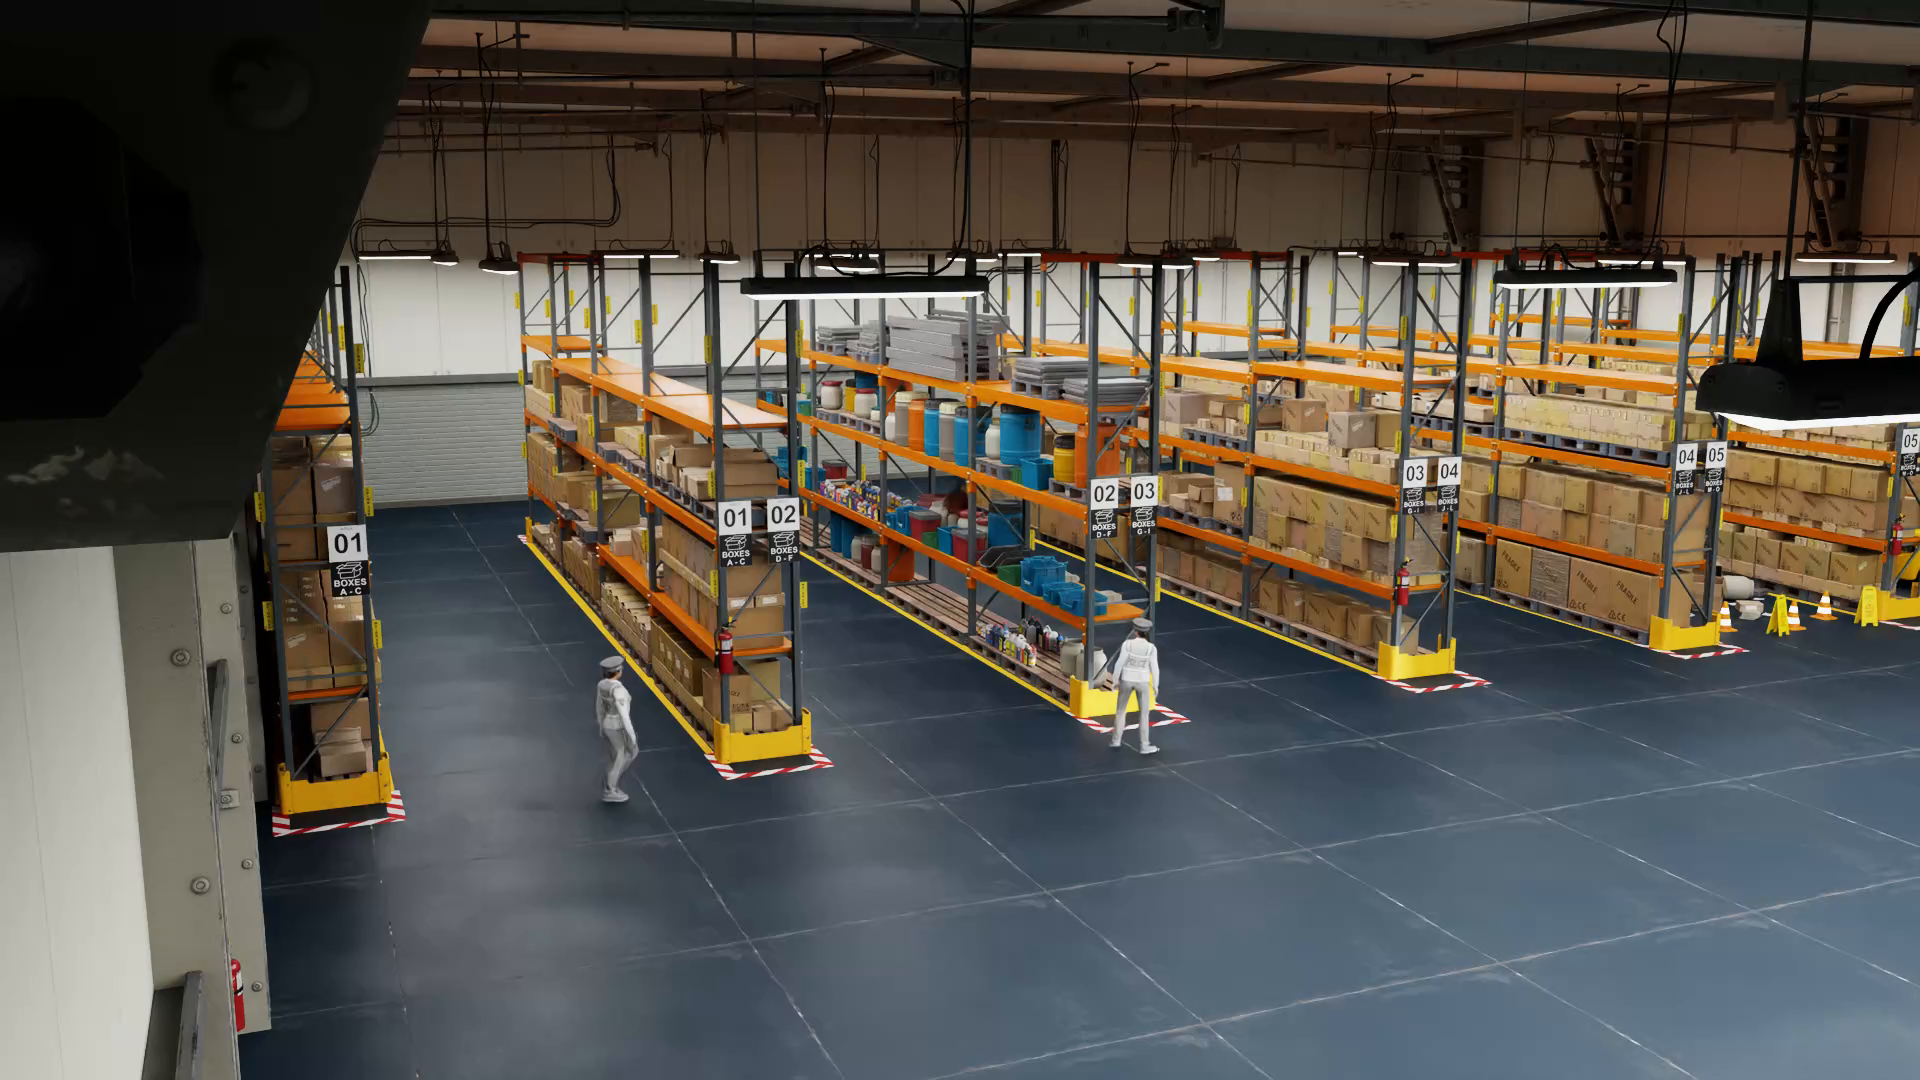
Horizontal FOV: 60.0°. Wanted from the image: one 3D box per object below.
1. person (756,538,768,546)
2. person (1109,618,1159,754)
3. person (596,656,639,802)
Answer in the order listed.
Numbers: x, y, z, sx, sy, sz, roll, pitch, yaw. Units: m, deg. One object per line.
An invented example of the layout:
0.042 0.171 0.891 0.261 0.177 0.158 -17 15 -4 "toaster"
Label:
-3.409 0.213 27.414 0.700 1.758 0.996 -7 12 -33 "person"
2.143 1.813 20.620 0.641 1.714 0.442 3 11 15 "person"
-3.849 2.128 18.682 0.453 1.670 0.468 -2 11 -10 "person"
